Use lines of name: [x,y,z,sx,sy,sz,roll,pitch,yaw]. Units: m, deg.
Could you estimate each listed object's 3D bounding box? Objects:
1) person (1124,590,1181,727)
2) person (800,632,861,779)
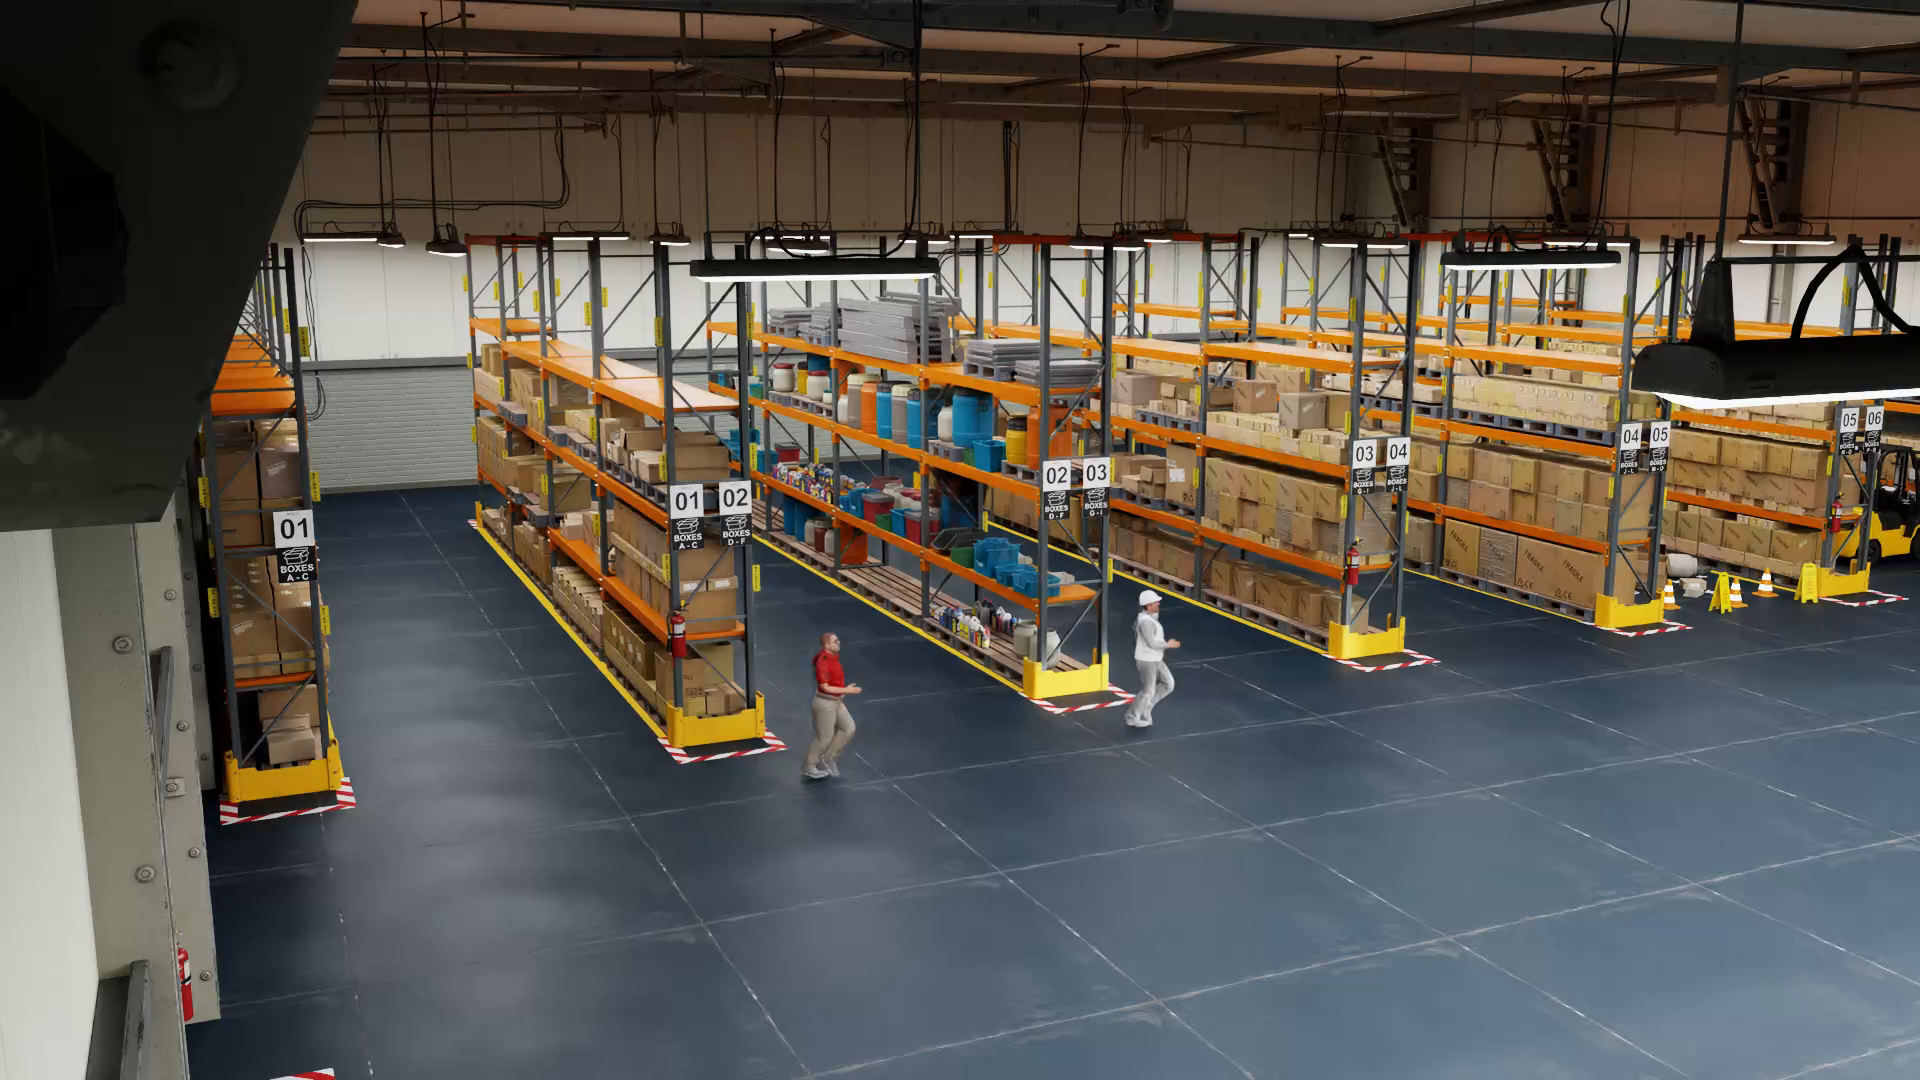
person: [2.430,1.484,20.869,0.683,1.744,0.662,2,11,12]
person: [-1.460,1.906,18.919,0.721,1.768,0.679,2,11,8]
